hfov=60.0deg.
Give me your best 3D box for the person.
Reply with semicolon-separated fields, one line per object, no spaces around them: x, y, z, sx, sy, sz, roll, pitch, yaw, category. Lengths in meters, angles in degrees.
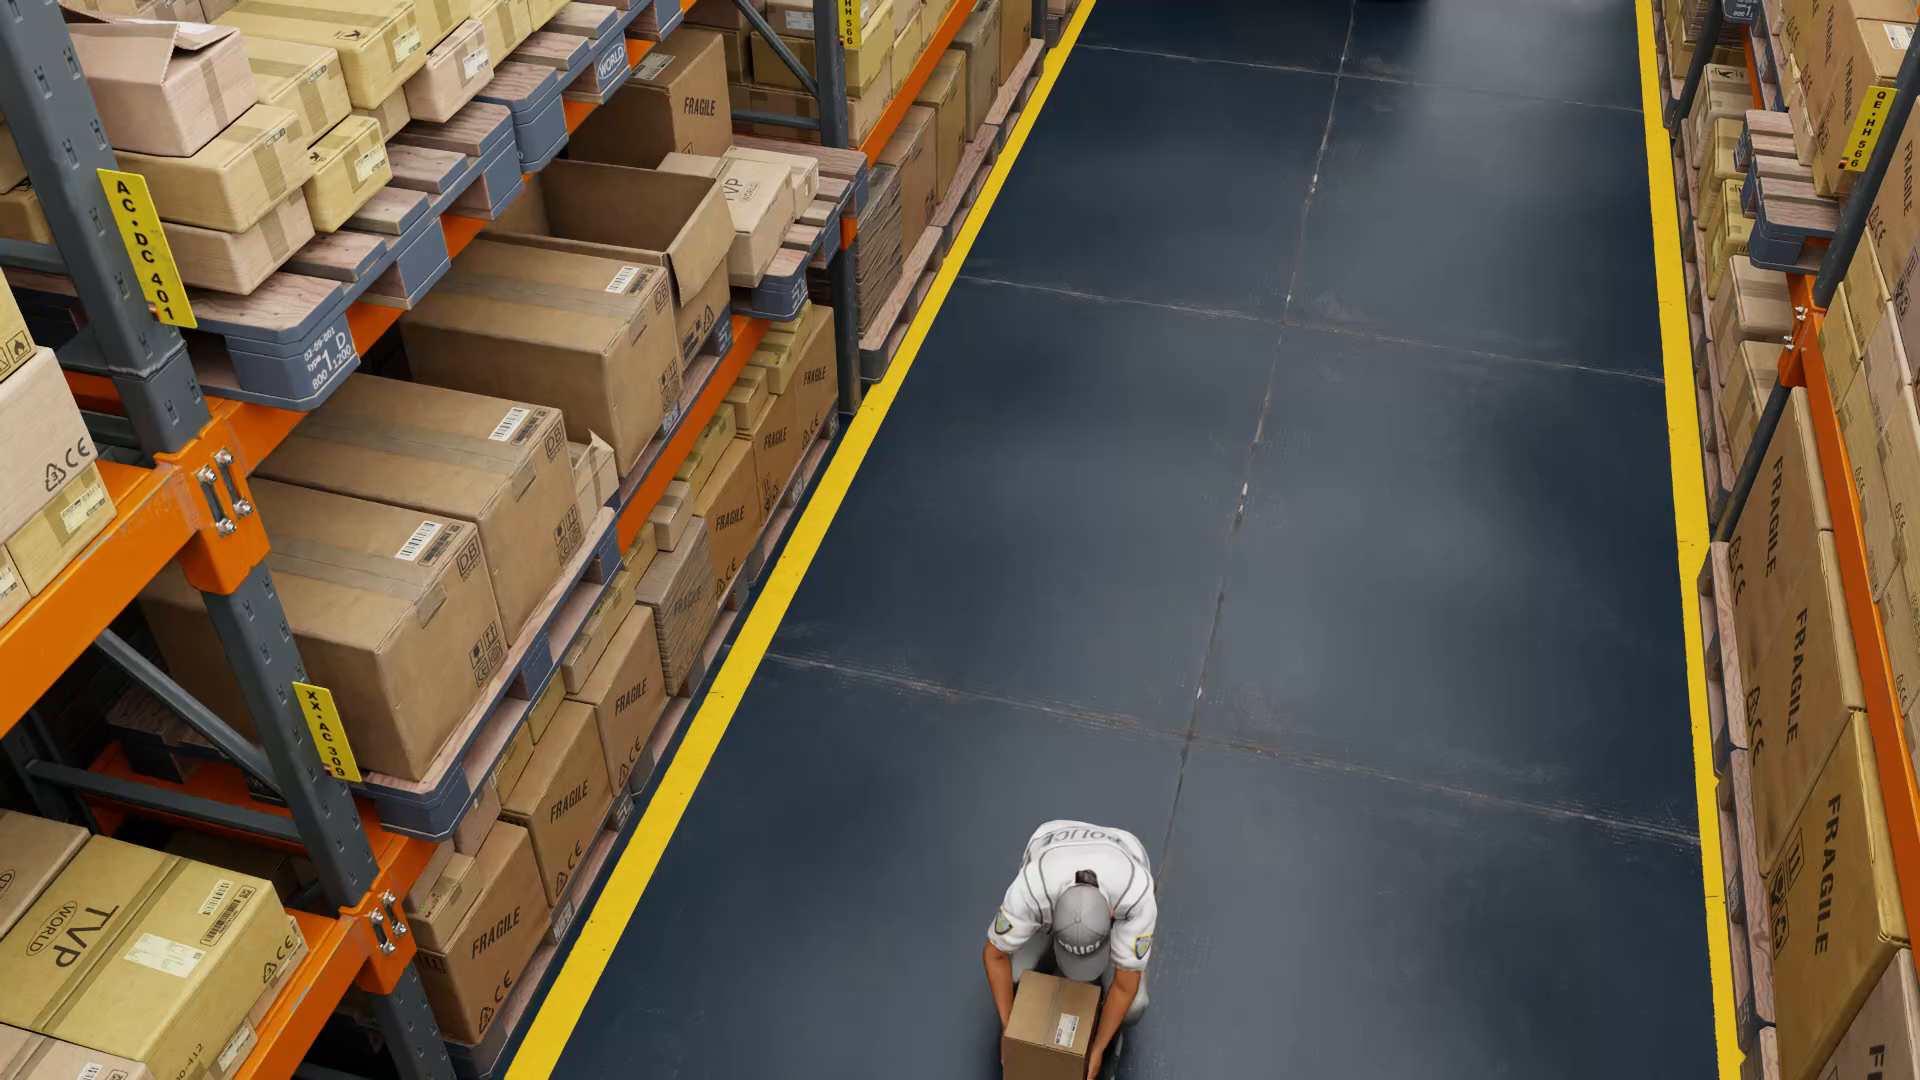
0.375;1.223;5.322;0.535;0.945;0.818;10;42;11;person
